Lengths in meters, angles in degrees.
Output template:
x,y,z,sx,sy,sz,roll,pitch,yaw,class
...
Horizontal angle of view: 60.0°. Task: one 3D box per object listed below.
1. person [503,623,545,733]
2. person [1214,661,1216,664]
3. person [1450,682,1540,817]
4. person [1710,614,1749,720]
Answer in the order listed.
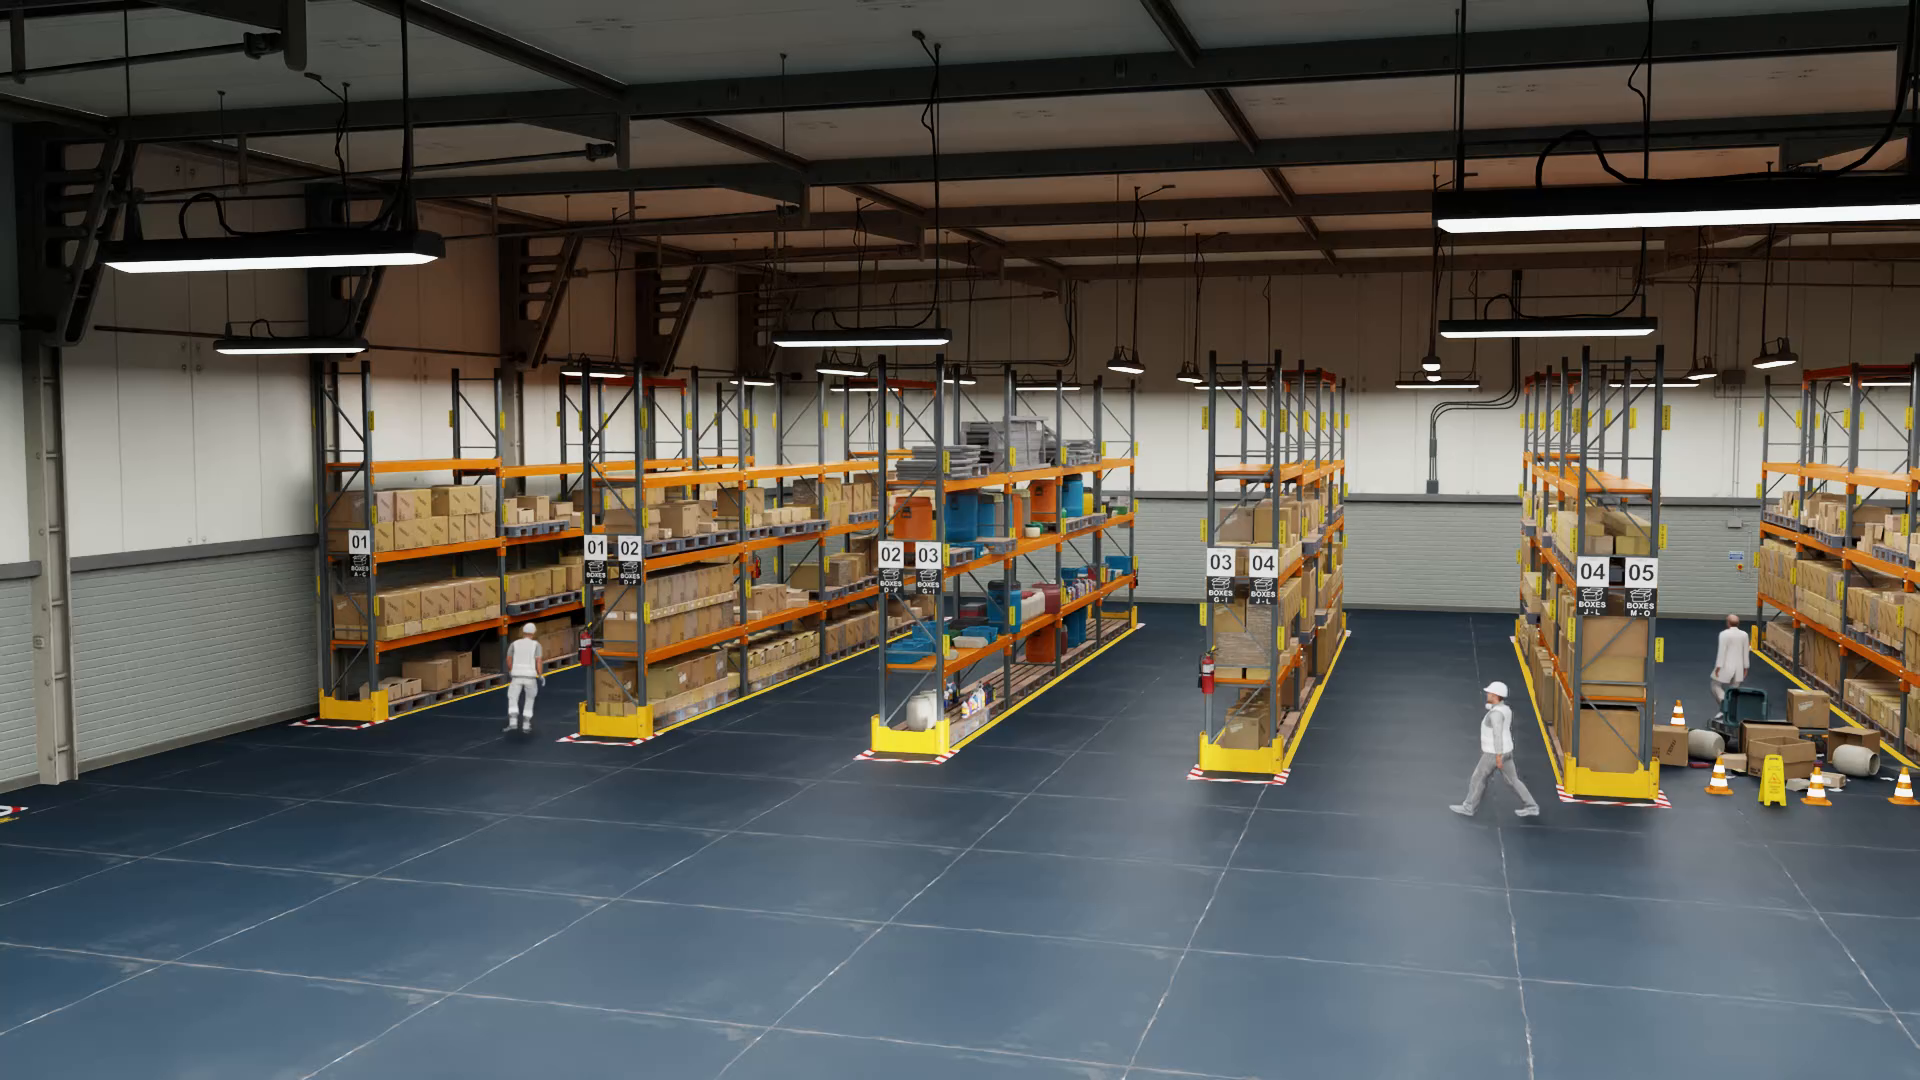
x,y,z,sx,sy,sz,roll,pitch,yaw,class
-6.981,2.225,26.644,0.640,1.763,0.737,-1,4,-9,person
5.377,1.867,34.342,0.415,1.314,0.972,1,4,15,person
6.744,2.642,20.924,1.070,1.726,0.546,3,5,33,person
12.866,2.130,27.718,0.638,1.779,0.532,-1,4,-11,person
